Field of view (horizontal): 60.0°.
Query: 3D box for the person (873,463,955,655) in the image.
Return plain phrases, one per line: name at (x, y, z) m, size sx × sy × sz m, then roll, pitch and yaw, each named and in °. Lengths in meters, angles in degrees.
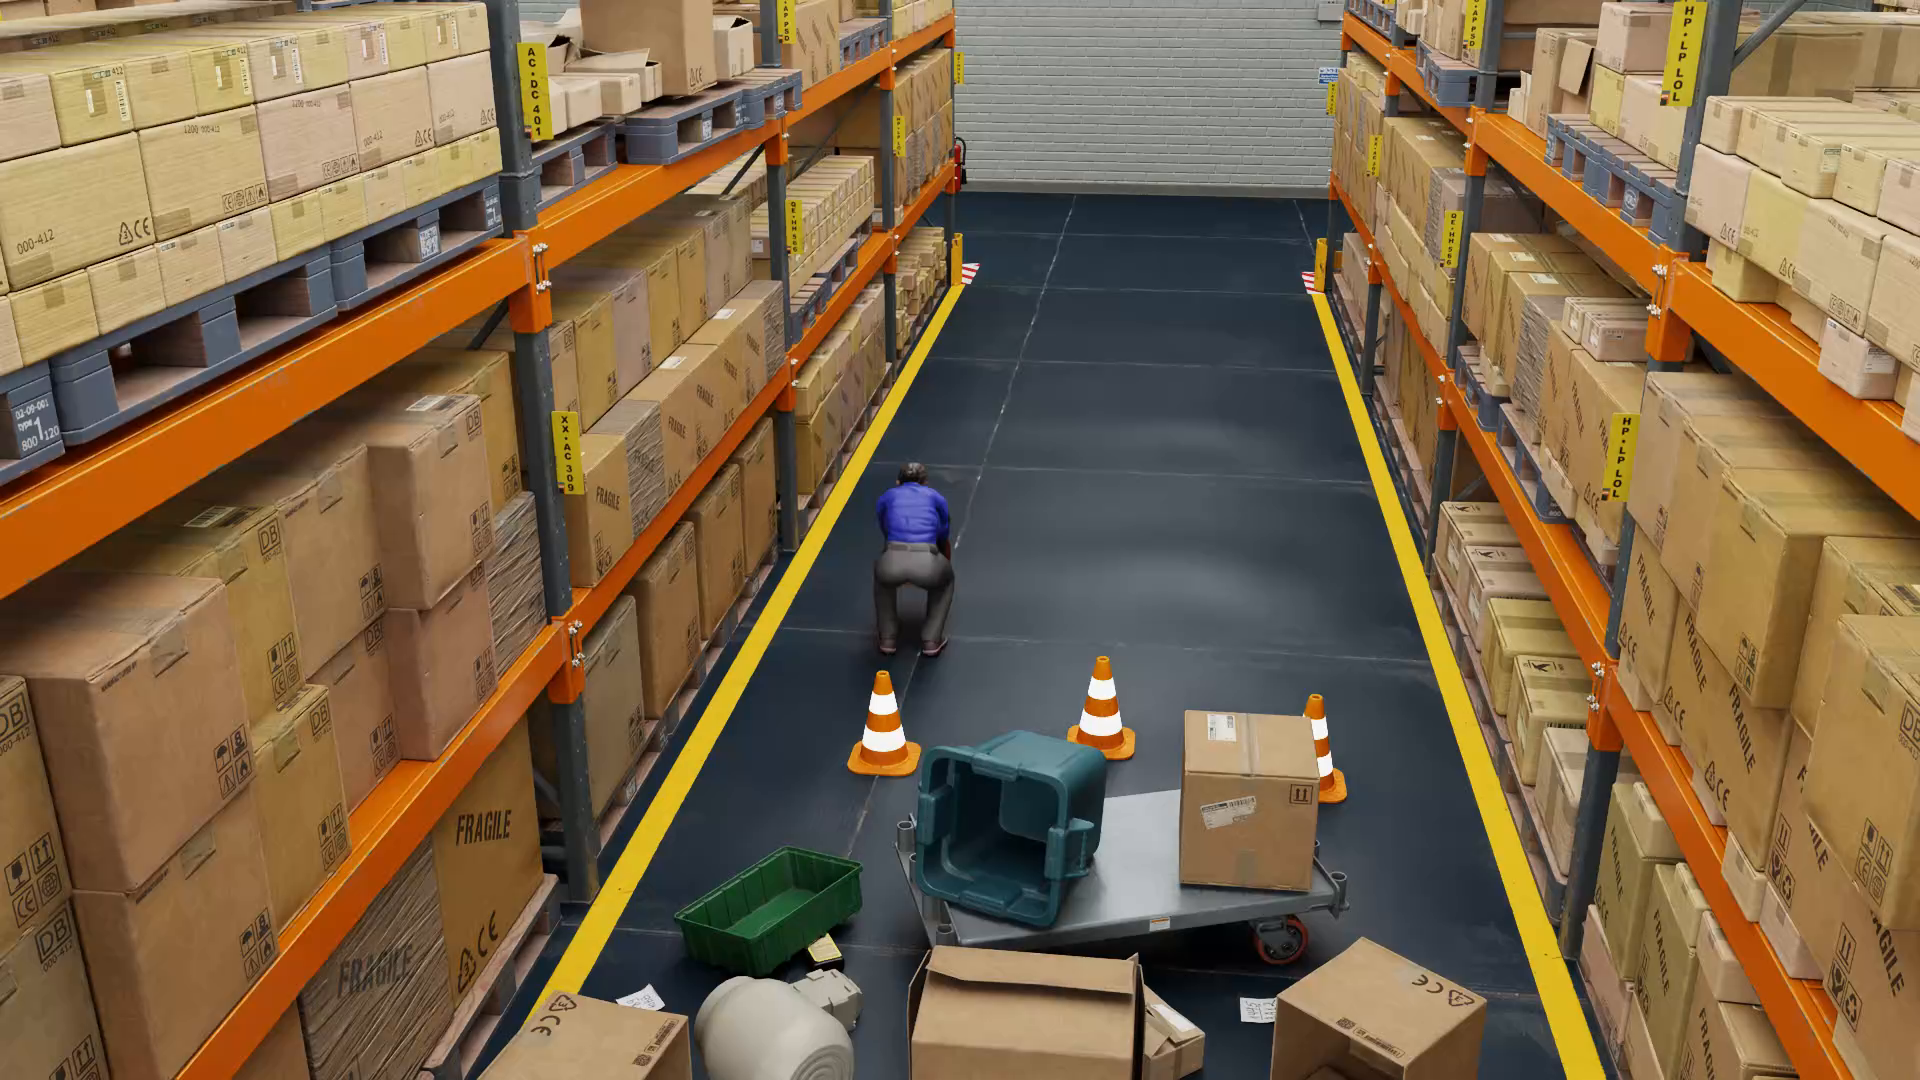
person at (-0.261, 0.109, 9.322) m, size 0.465 × 0.933 × 0.865 m, roll 2°, pitch 21°, yaw 5°
